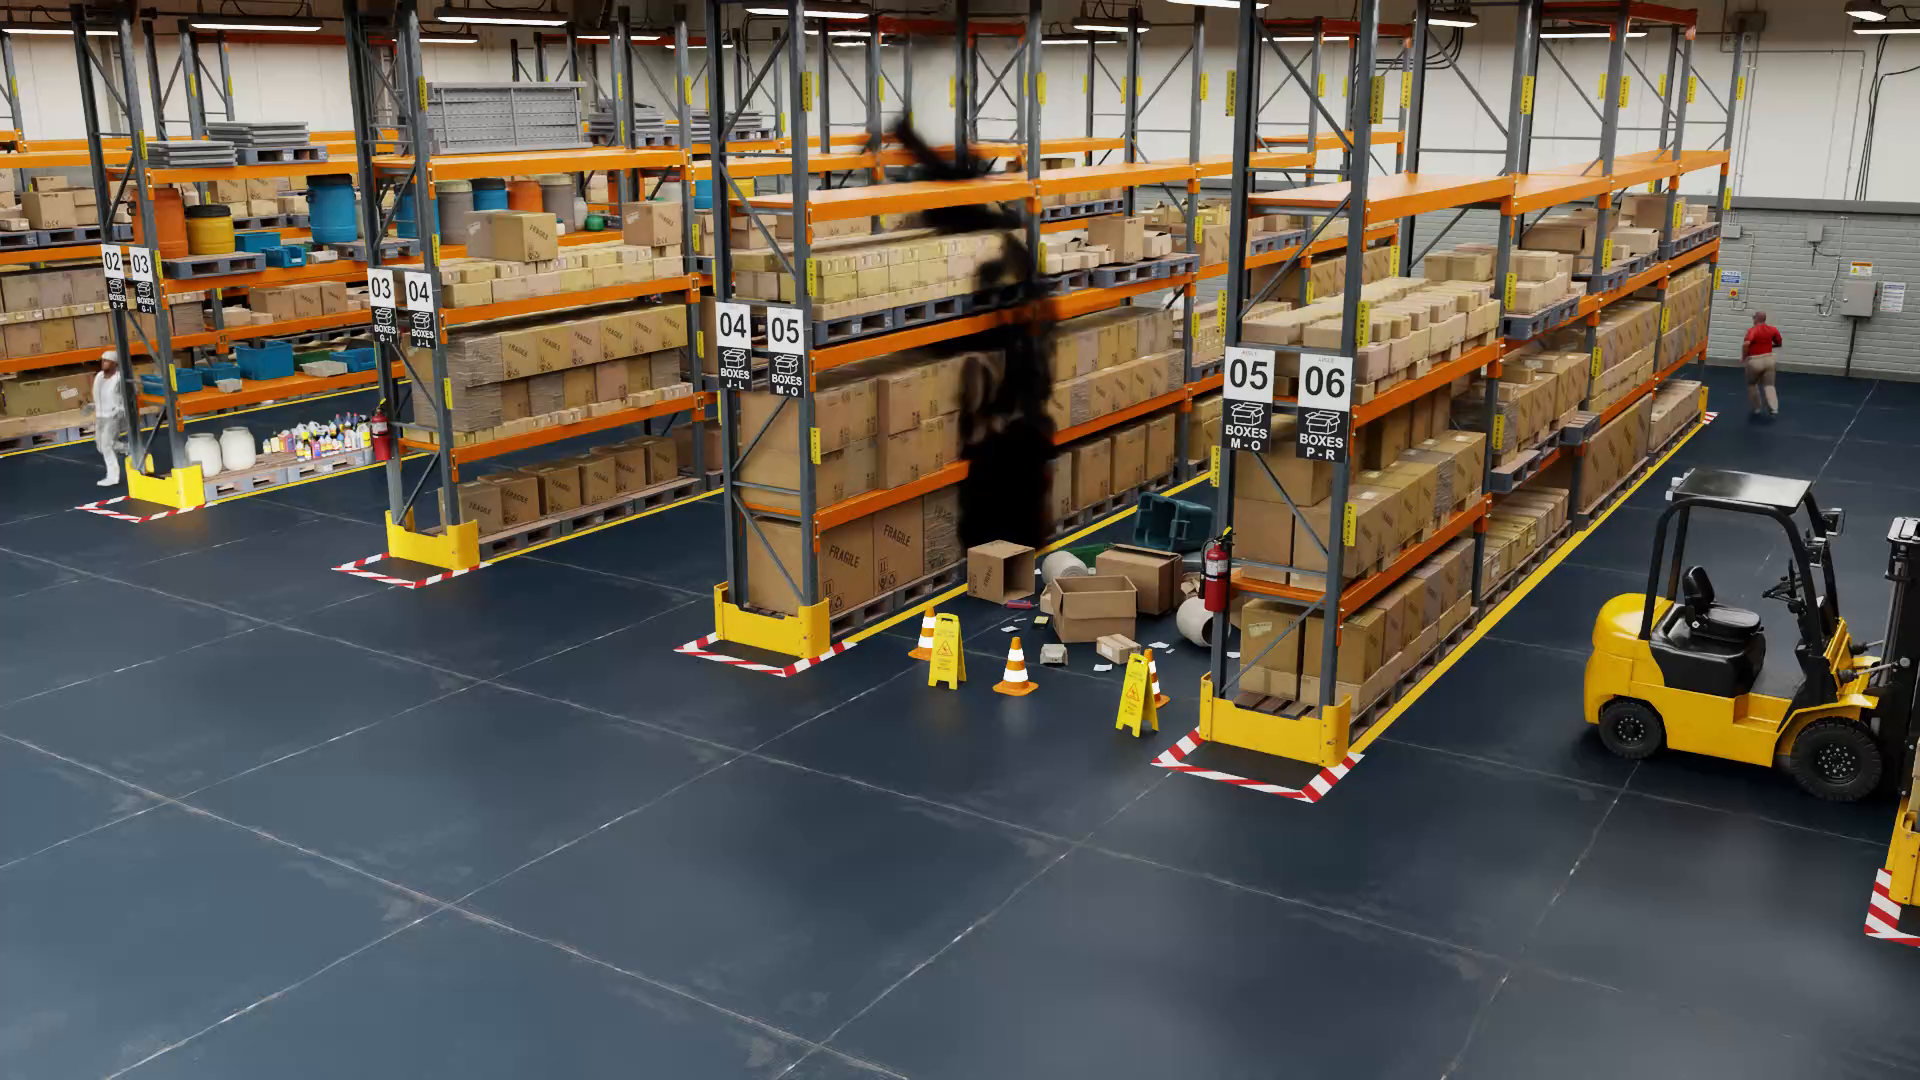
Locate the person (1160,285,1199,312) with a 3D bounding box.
[{"bbox_3d":[3.989,-3.837,29.876,0.785,1.779,0.687,3,16,11],"label":"person"}]

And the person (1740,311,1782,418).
[{"bbox_3d":[12.391,-2.717,25.879,0.704,1.708,0.922,0,16,2],"label":"person"}]

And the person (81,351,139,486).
[{"bbox_3d":[-11.072,-1.609,21.759,0.677,1.731,0.756,7,17,24],"label":"person"}]
